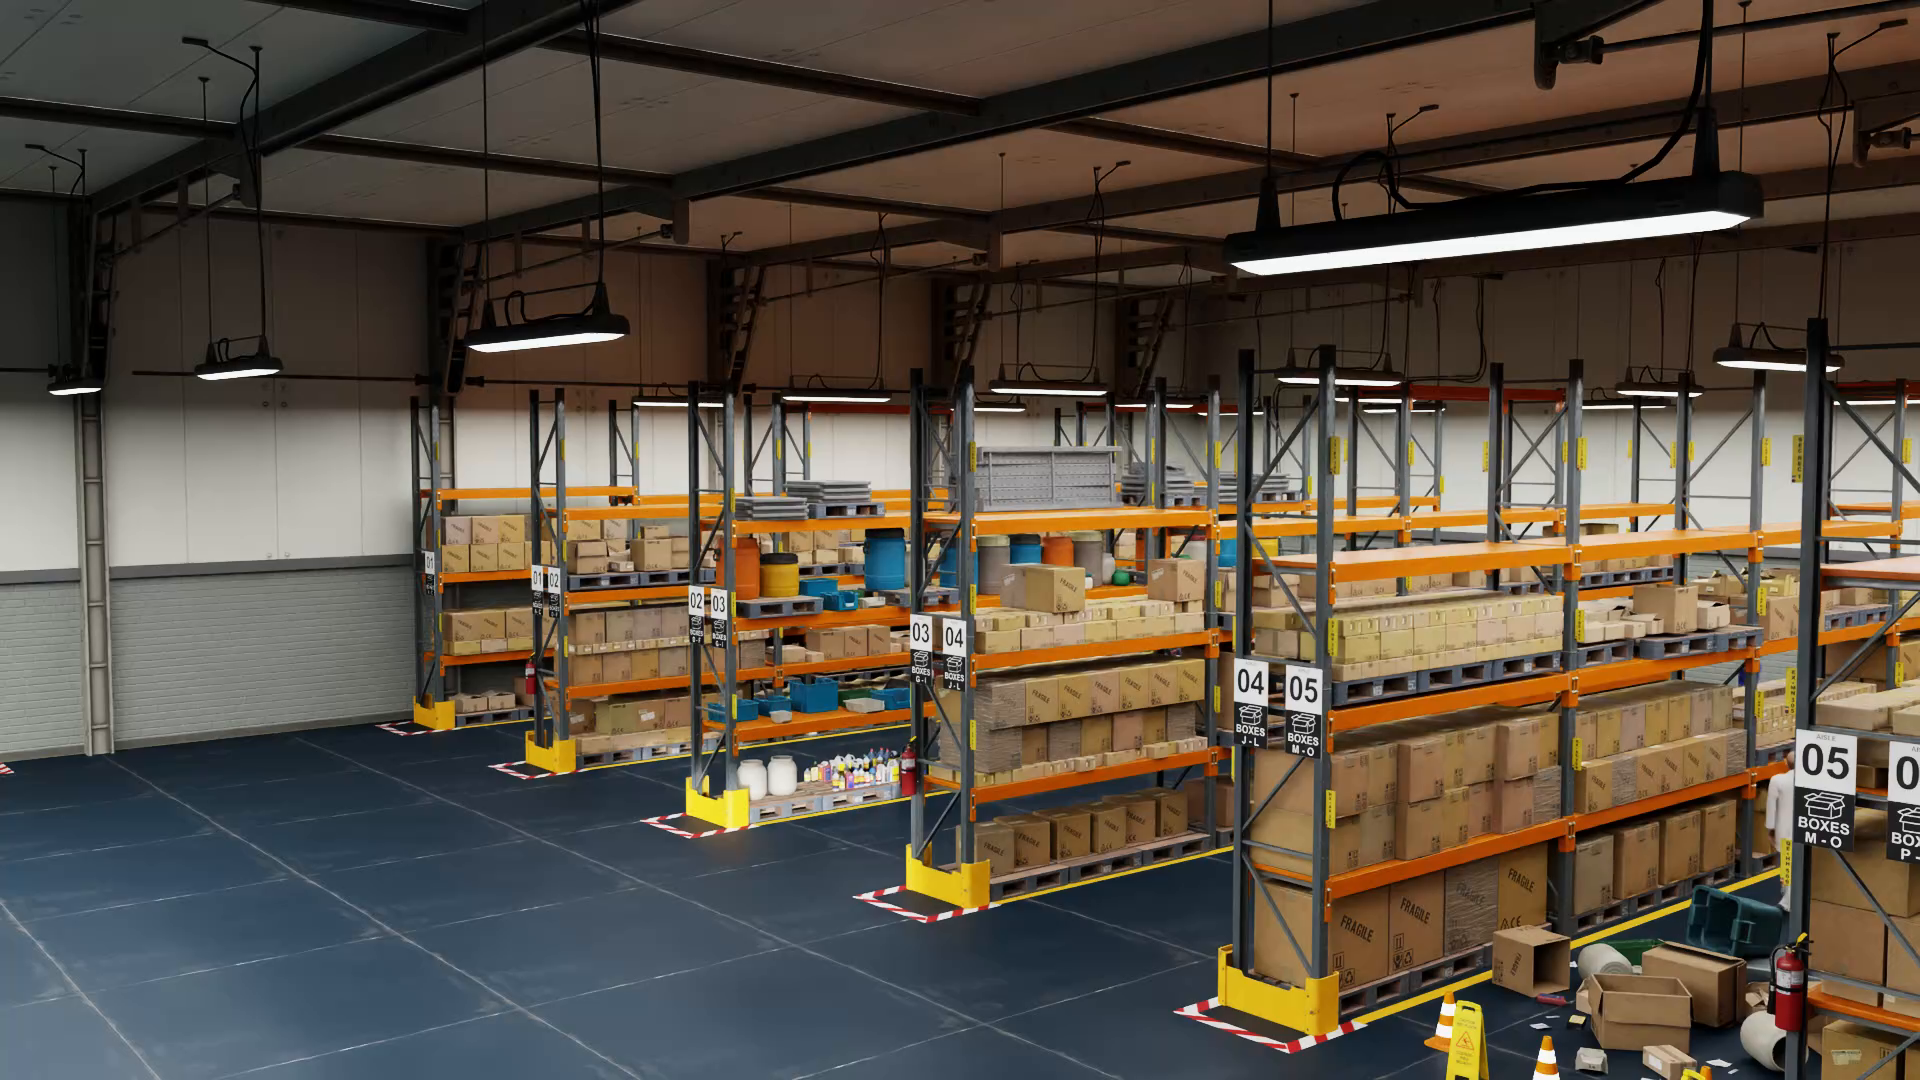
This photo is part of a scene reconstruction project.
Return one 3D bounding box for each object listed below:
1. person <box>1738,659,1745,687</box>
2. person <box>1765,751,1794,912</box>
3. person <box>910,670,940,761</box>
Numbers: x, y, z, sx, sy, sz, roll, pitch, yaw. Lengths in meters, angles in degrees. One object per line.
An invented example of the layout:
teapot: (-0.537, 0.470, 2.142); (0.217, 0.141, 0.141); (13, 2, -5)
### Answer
person: (13.652, 2.655, 28.801); (0.418, 1.598, 1.041); (-2, 4, -24)
person: (9.145, 3.259, 18.246); (0.610, 1.667, 0.614); (-3, 4, -38)
person: (-0.618, 2.687, 26.643); (0.917, 1.743, 0.560); (0, 3, -1)
